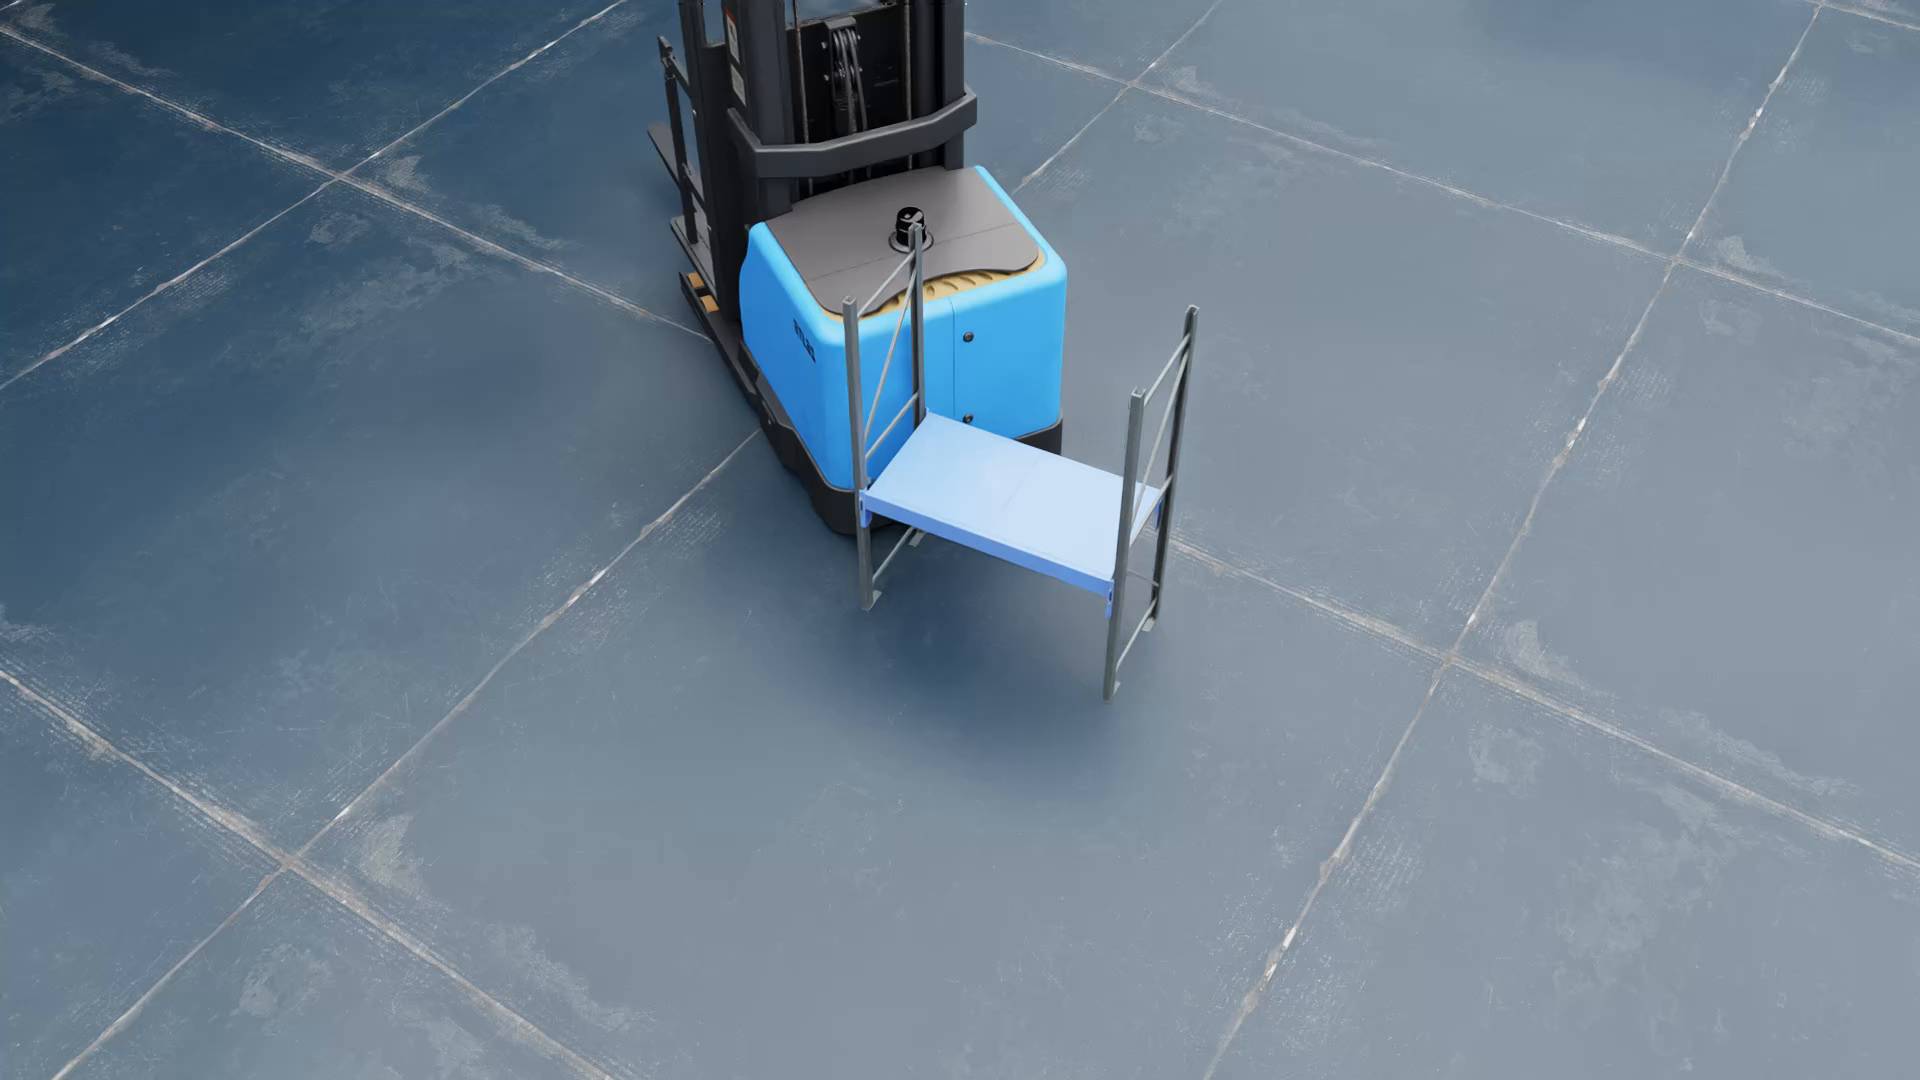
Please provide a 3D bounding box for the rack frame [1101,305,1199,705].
[{"bbox_3d":[0.650,-0.077,5.779,0.032,1.500,0.500,20,49,18],"label":"rack frame"}]

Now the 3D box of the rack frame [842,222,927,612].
[{"bbox_3d":[-0.257,-0.406,6.099,0.032,1.500,0.500,20,49,18],"label":"rack frame"}]

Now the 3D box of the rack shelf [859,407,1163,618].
[{"bbox_3d":[0.196,-0.116,6.068,1.000,0.185,0.538,20,49,18],"label":"rack shelf"}]

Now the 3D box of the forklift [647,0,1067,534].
[{"bbox_3d":[-0.657,-2.111,6.758,1.130,2.935,3.031,-18,49,-17],"label":"forklift"}]

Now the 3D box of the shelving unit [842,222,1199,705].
[{"bbox_3d":[0.196,-0.242,5.939,1.048,1.500,0.538,20,49,18],"label":"shelving unit"}]
